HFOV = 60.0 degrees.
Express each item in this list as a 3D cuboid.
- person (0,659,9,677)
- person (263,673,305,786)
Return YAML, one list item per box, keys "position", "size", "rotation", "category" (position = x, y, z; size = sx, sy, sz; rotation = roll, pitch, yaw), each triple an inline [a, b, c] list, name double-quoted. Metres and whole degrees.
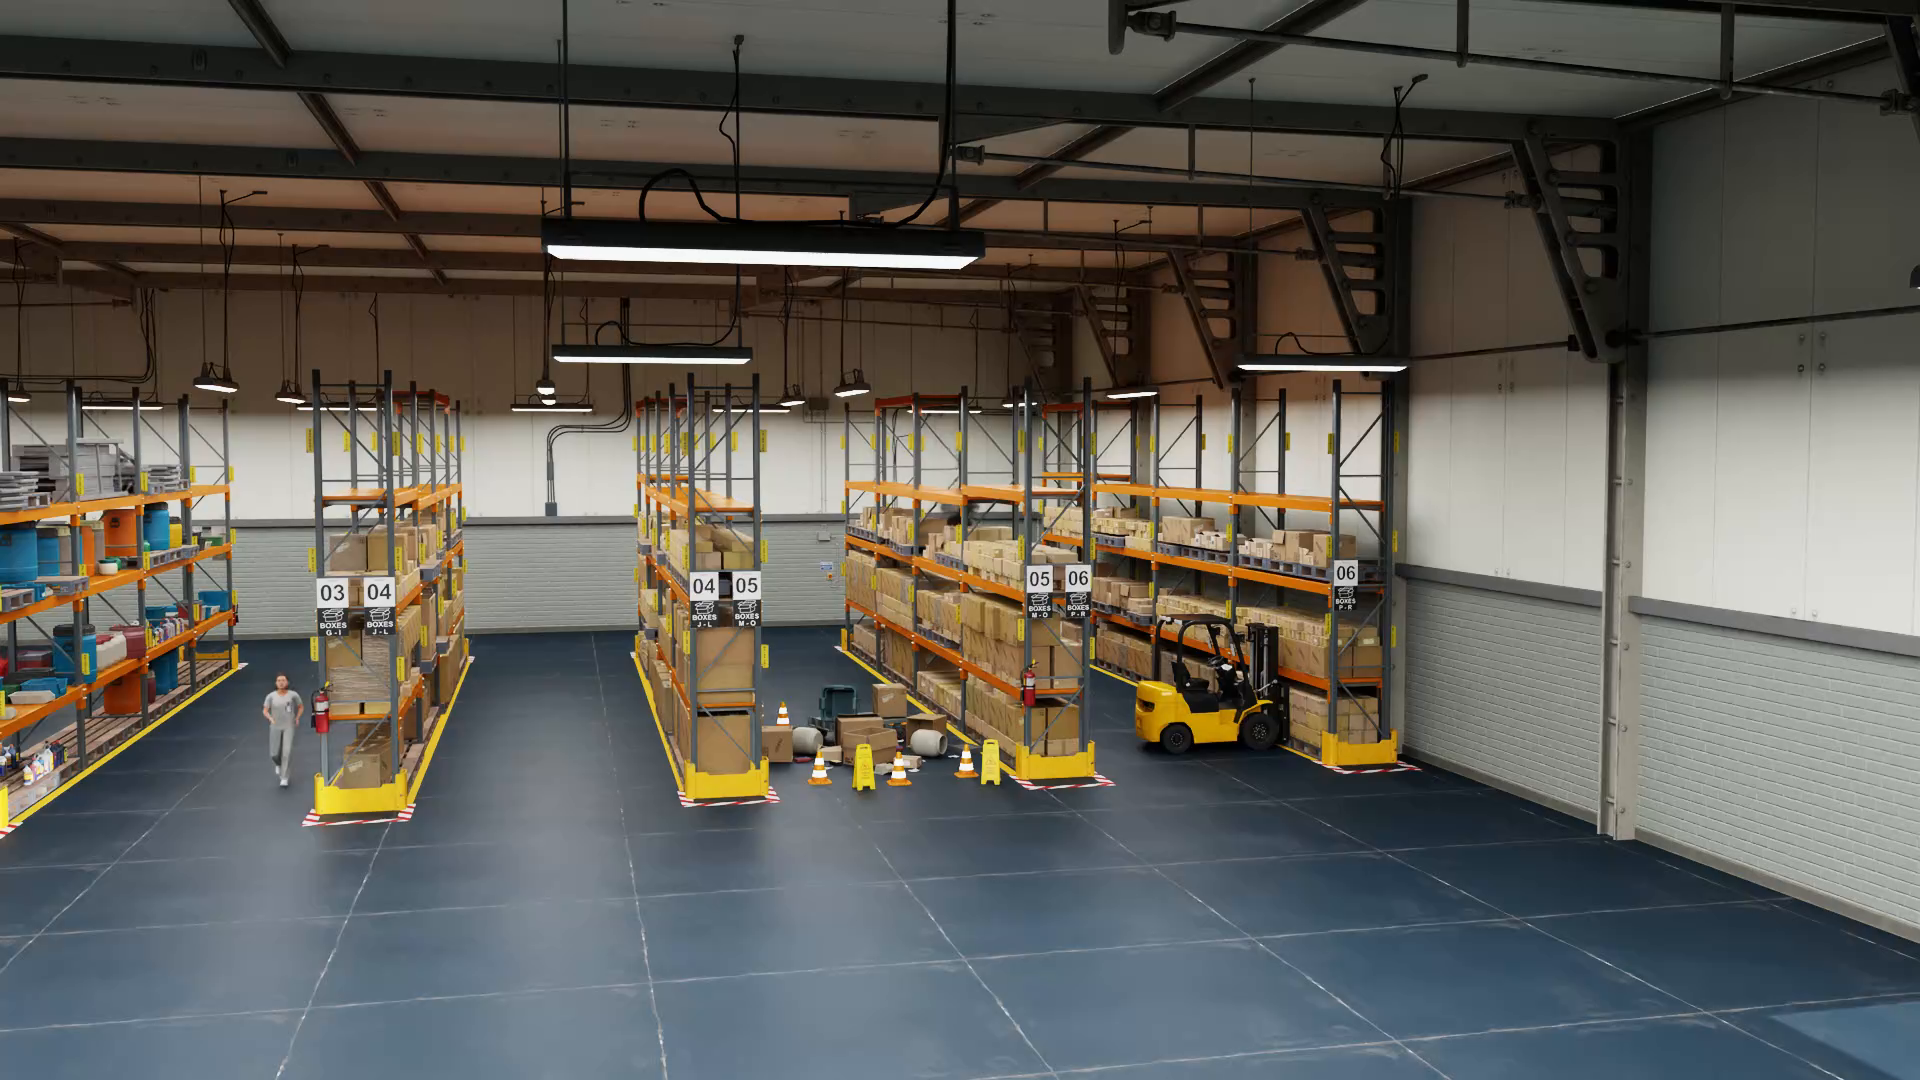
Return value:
- position: [-16.049, 2.568, 27.573]
  size: [0.648, 1.679, 0.595]
  rotation: [-1, 4, -20]
  category: "person"
- position: [-9.968, 2.771, 24.521]
  size: [0.568, 1.622, 0.702]
  rotation: [-1, 3, -19]
  category: "person"
